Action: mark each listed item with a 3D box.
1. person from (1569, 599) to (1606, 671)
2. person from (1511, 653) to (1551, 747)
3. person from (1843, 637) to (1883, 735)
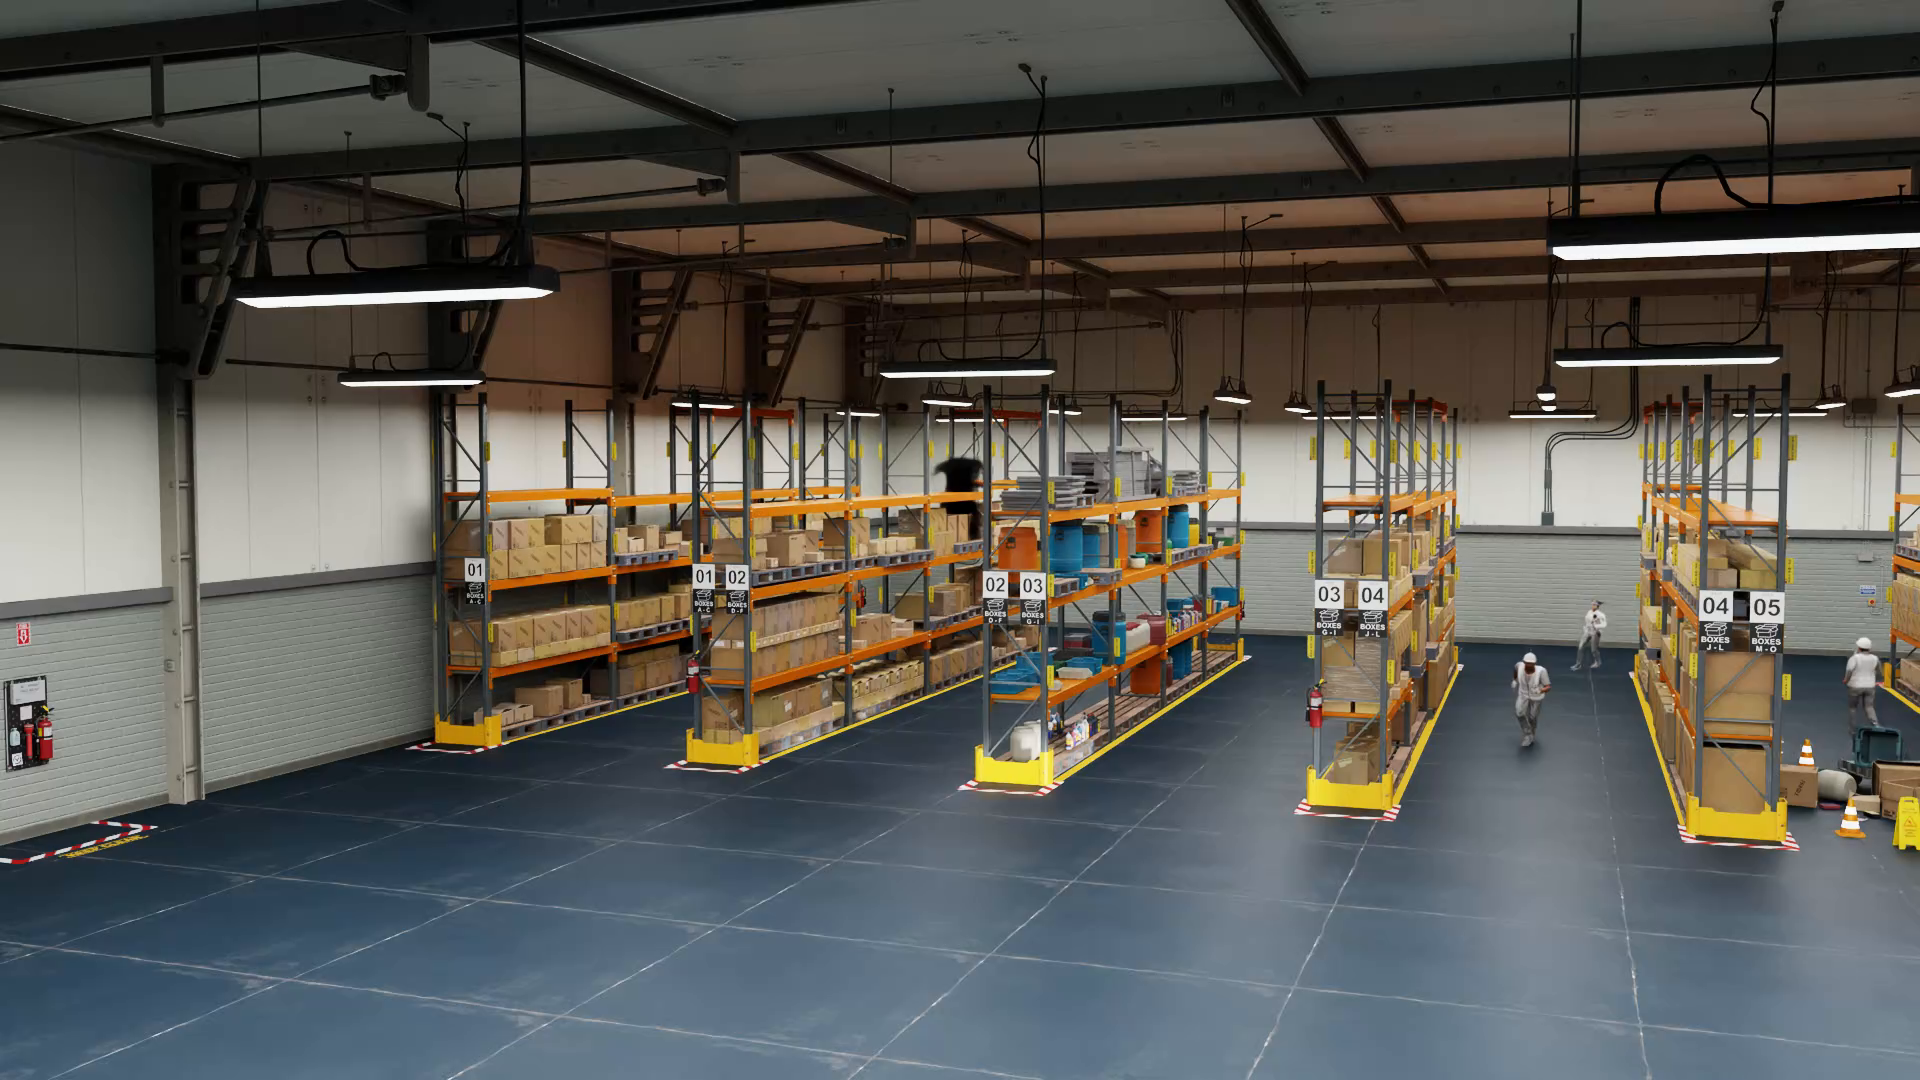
[{"bbox_3d":[14.435,2.163,37.870,0.820,1.673,0.724,-2,4,-30],"label":"person"},{"bbox_3d":[9.704,2.672,28.267,0.694,1.593,1.125,2,3,27],"label":"person"},{"bbox_3d":[15.788,2.572,29.094,0.657,1.750,0.905,0,3,9],"label":"person"}]
